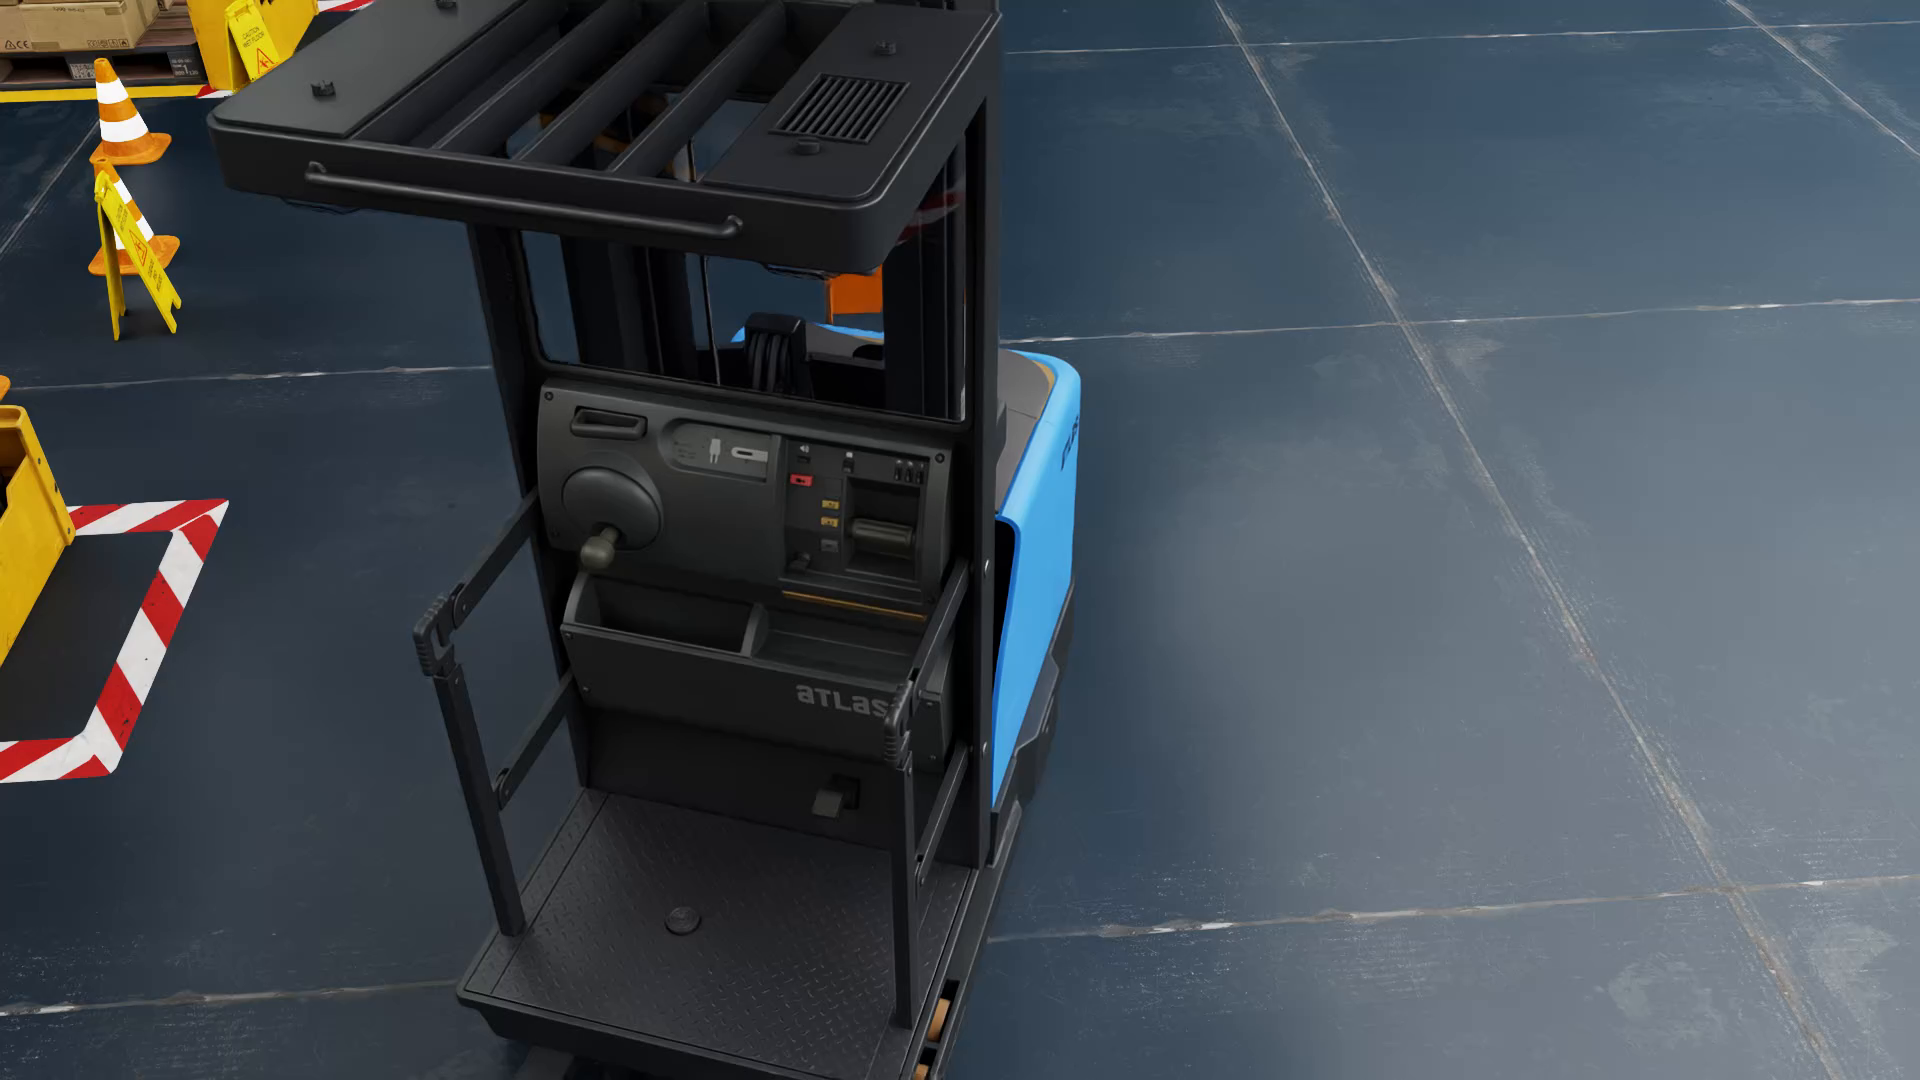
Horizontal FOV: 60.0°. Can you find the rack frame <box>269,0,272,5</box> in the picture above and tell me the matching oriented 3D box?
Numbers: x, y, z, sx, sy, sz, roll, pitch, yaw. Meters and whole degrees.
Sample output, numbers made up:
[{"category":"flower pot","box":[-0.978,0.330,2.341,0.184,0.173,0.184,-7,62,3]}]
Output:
[{"category":"rack frame","box":[-3.760,-3.912,8.286,0.127,3.000,1.000,-3,38,-4]}]

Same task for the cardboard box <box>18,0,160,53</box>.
[{"category":"cardboard box","box":[-4.565,-2.786,8.740,0.500,0.250,0.500,-3,38,-4]}]

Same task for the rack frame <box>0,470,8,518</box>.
[{"category":"rack frame","box":[-3.220,-0.863,4.422,0.127,3.000,1.000,-3,38,-4]}]

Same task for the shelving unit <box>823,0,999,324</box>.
[{"category":"shelving unit","box":[-0.165,-0.815,5.088,0.503,2.100,0.431,-3,38,-4]}]

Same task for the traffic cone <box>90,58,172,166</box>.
[{"category":"traffic cone","box":[-4.074,-2.096,8.033,0.334,0.463,0.336,-3,38,-4]}]

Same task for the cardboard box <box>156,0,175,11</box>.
[{"category":"cardboard box","box":[-4.588,-3.124,9.168,0.500,0.250,0.500,-3,38,-4]}]

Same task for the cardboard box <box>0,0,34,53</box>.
[{"category":"cardboard box","box":[-5.058,-2.763,8.711,0.500,0.250,0.500,-3,38,-4]}]

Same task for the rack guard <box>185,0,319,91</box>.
[{"category":"rack guard","box":[-3.835,-2.926,9.055,0.348,0.500,1.175,-3,38,-4]}]

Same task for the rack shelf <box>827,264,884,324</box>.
[{"category":"rack shelf","box":[-0.165,-0.805,5.097,0.480,0.518,0.431,-3,38,-4]}]

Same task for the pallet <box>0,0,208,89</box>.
[{"category":"pallet","box":[-4.648,-2.790,9.116,1.213,0.211,1.003,-3,38,-4]}]

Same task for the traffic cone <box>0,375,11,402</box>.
[{"category":"traffic cone","box":[-3.875,-0.714,6.282,0.334,0.463,0.336,-3,38,-4]}]

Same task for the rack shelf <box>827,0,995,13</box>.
[{"category":"rack shelf","box":[-0.165,-1.354,4.663,0.480,0.518,0.431,-3,38,-4]}]

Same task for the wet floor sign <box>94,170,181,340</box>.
[{"category":"wet floor sign","box":[-3.367,-1.162,6.702,0.232,0.644,0.267,-9,39,-12]}]

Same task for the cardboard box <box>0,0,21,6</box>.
[{"category":"cardboard box","box":[-5.054,-3.056,8.477,0.500,0.500,0.500,-2,38,-2]}]

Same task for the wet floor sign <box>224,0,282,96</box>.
[{"category":"wet floor sign","box":[-3.476,-2.338,8.192,0.232,0.644,0.267,9,39,12]}]

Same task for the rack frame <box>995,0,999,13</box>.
[{"category":"rack frame","box":[0.078,-0.829,5.105,0.015,2.100,0.400,-3,38,-4]}]

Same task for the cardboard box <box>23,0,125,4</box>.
[{"category":"cardboard box","box":[-4.534,-3.087,8.516,0.500,0.500,0.500,-3,38,-4]}]

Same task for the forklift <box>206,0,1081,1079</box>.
[{"category":"forklift","box":[-0.526,-0.016,3.404,1.130,2.935,3.031,10,39,12]}]

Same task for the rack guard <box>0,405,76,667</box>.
[{"category":"rack guard","box":[-3.197,0.117,5.198,0.348,0.500,1.175,-3,38,-4]}]

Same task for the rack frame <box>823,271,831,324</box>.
[{"category":"rack frame","box":[-0.408,-0.802,5.071,0.015,2.100,0.400,-3,38,-4]}]

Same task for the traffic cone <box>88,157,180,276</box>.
[{"category":"traffic cone","box":[-3.637,-1.430,7.189,0.334,0.463,0.336,-3,38,-4]}]
